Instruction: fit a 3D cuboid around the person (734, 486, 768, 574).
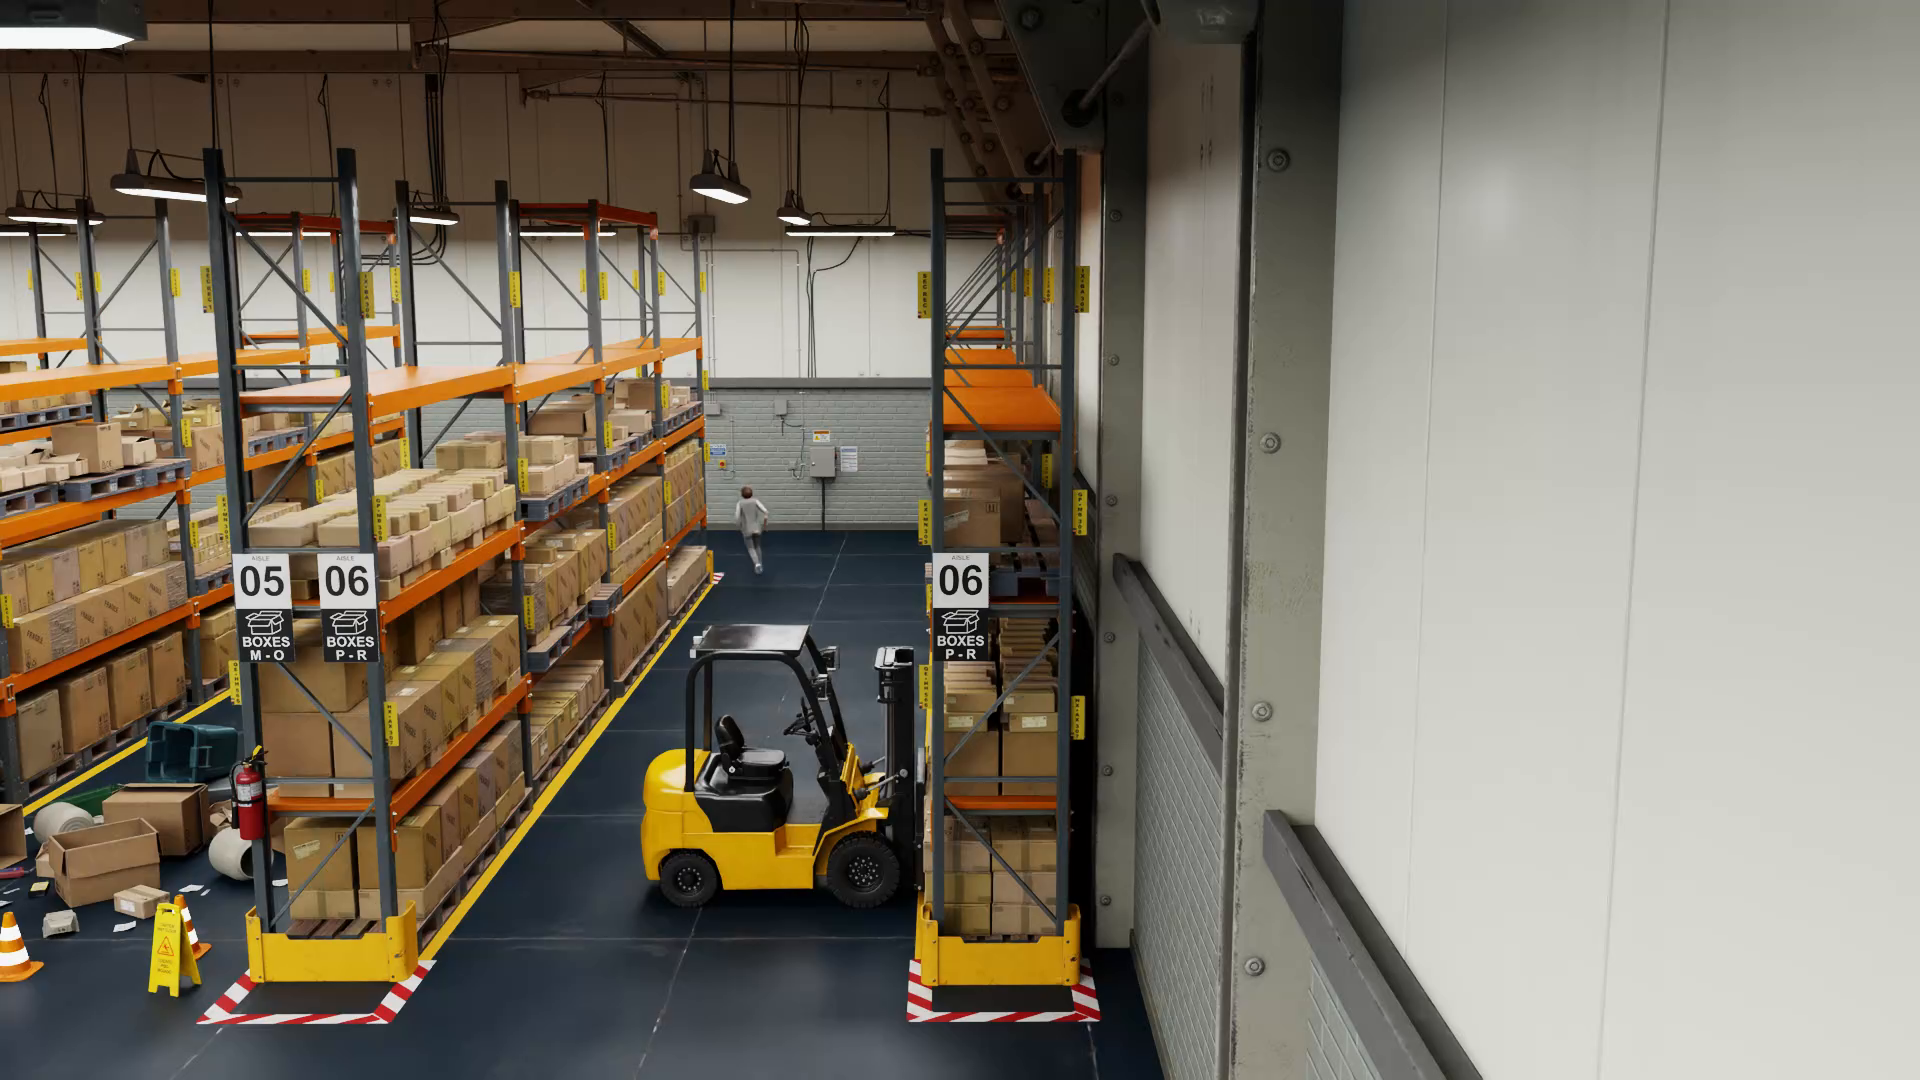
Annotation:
[{"bbox_3d":[-3.554,-0.130,28.399,0.569,1.575,0.745,-3,10,-19],"label":"person"}]
